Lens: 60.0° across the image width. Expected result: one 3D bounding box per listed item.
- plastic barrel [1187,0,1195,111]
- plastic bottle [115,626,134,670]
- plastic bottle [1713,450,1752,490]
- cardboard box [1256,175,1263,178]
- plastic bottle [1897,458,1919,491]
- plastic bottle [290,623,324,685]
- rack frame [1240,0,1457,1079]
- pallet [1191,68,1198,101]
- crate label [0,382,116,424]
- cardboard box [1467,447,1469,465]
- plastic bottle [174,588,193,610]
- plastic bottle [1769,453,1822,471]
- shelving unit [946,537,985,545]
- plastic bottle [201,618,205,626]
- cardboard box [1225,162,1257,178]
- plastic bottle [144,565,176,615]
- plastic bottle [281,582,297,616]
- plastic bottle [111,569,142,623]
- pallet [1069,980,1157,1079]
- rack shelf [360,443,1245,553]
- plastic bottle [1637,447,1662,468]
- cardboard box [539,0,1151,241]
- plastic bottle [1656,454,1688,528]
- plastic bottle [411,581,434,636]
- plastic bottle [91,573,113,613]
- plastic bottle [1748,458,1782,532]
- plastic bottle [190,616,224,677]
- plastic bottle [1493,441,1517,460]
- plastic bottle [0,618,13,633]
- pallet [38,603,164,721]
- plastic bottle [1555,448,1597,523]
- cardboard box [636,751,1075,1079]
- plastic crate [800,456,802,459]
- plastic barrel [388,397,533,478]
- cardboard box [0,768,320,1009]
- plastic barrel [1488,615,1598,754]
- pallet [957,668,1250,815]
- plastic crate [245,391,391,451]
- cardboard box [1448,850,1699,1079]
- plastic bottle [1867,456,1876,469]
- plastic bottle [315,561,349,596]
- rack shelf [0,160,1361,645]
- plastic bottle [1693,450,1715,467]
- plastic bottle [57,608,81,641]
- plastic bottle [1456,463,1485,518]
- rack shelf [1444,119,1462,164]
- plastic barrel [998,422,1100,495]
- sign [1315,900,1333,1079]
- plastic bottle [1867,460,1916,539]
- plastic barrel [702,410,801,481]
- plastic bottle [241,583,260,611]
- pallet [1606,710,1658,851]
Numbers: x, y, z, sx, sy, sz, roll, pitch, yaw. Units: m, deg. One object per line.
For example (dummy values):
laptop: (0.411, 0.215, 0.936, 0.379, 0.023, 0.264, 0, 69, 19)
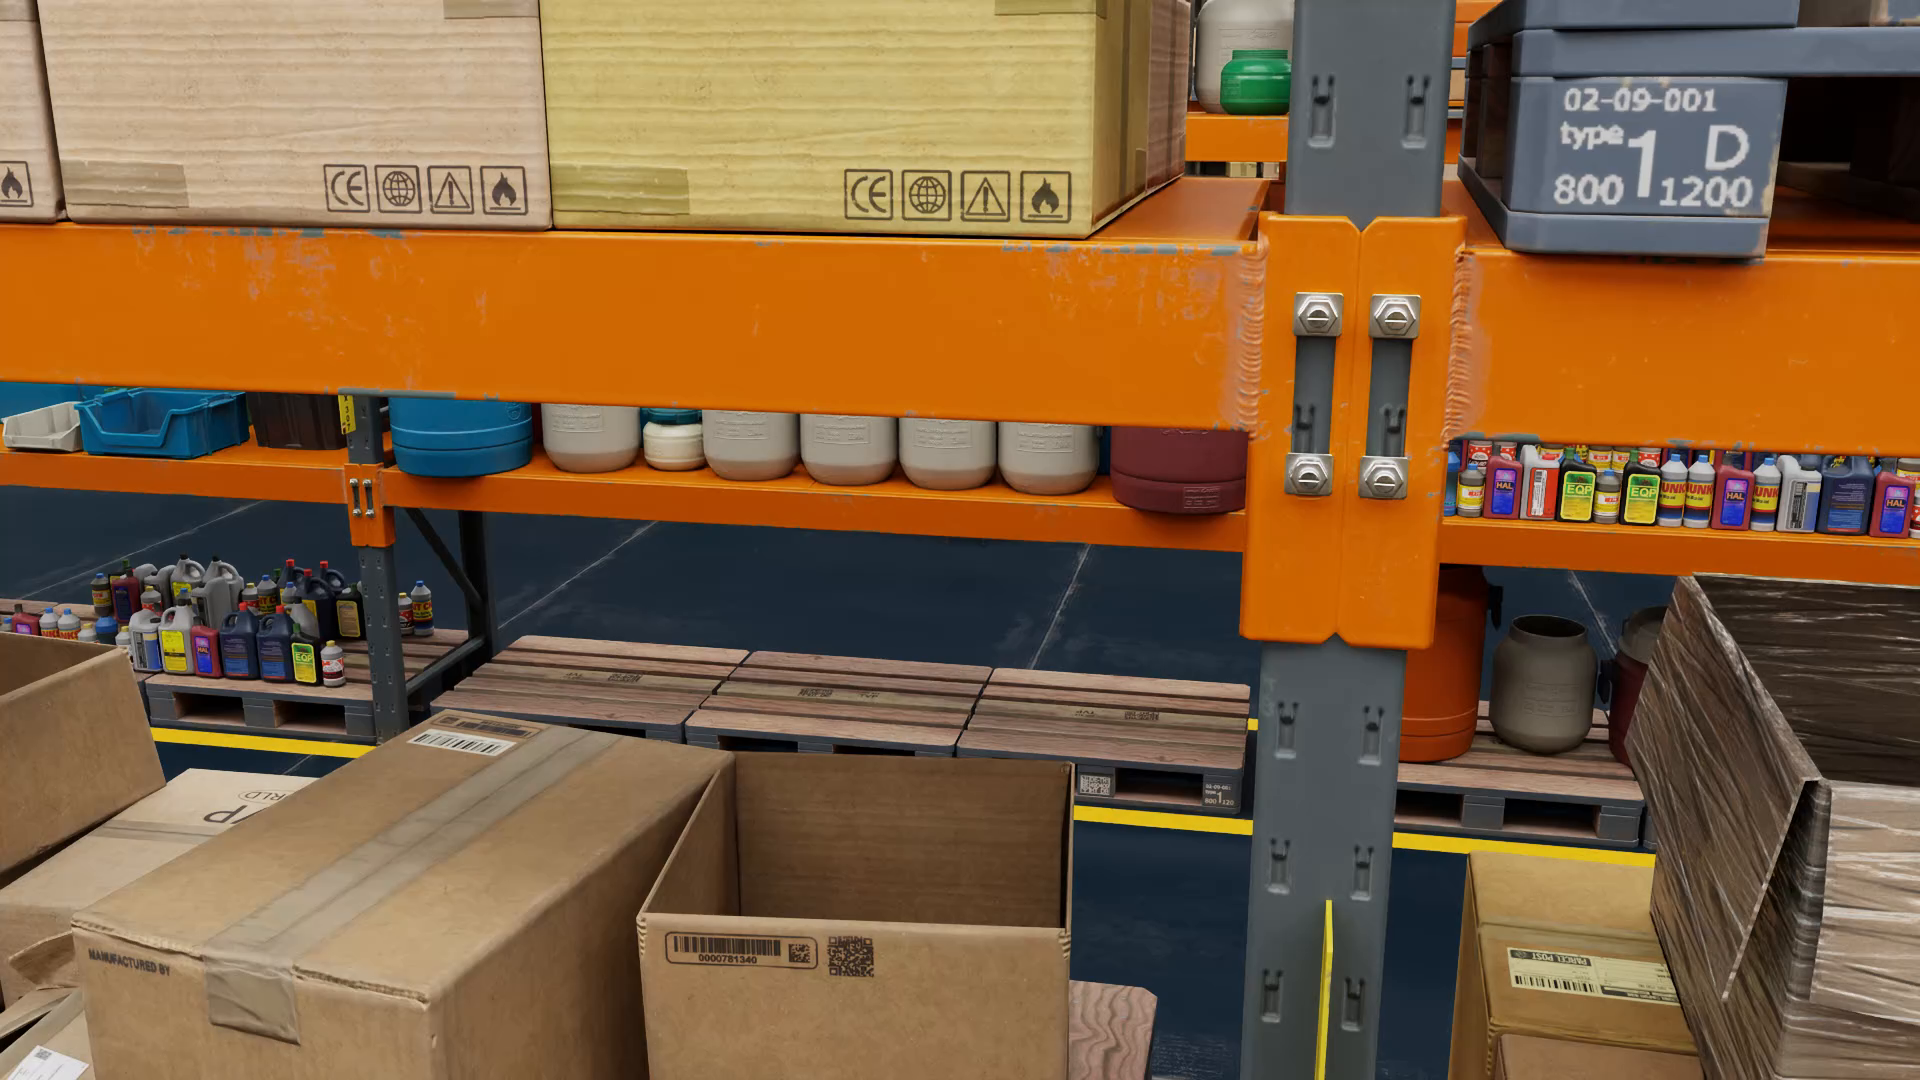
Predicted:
plastic barrel: (0.657, -2.204, 6.773, 0.600, 0.901, 0.600, 0, 15, 0)
plastic bottle: (-3.974, 0.512, 7.943, 0.097, 0.201, 0.097, 0, 15, 0)
plastic bottle: (3.173, -0.342, 6.827, 0.133, 0.283, 0.061, 3, 16, 11)
cardboard box: (2.930, -3.291, 16.242, 0.500, 0.500, 0.700, 1, 16, 5)
plastic bottle: (3.820, -0.261, 6.686, 0.097, 0.201, 0.097, 0, 15, 0)
plastic bottle: (-3.038, 0.528, 7.731, 0.133, 0.283, 0.061, 4, 16, 14)
rack frame: (0.432, 0.879, 2.200, 0.127, 3.000, 1.000, 3, 16, 11)
pallet: (1.727, -3.080, 11.225, 1.003, 0.211, 1.213, 4, 16, 14)
crate label: (-4.563, -0.832, 8.311, 0.616, 0.435, 0.502, 3, 16, 11)
cardboard box: (3.313, -0.594, 11.377, 0.500, 0.500, 0.500, 3, 16, 9)
plastic bottle: (-3.974, 0.347, 8.539, 0.097, 0.201, 0.097, 0, 15, 0)
plastic bottle: (3.192, -0.249, 6.365, 0.185, 0.351, 0.144, 3, 16, 11)
shelving unit: (0.052, -0.503, 10.842, 0.252, 1.050, 0.215, 3, 16, 11)
plastic bottle: (-3.699, 0.453, 8.002, 0.133, 0.283, 0.061, 3, 16, 11)
cardboard box: (2.731, -3.605, 16.161, 0.250, 0.149, 0.380, 0, 15, 2)
plastic bottle: (-4.156, 0.269, 8.679, 0.135, 0.276, 0.152, 3, 16, 10)
plastic bottle: (-3.376, 0.346, 8.412, 0.097, 0.271, 0.097, 0, 15, 0)
plastic bottle: (-4.313, 0.286, 8.604, 0.133, 0.283, 0.061, 3, 16, 11)
pallet: (-0.288, 0.961, 2.262, 1.003, 0.211, 1.213, 3, 16, 11)
rack shelf: (-0.541, -0.176, 7.358, 4.000, 0.370, 1.077, 3, 16, 11)
plastic bottle: (2.903, -0.352, 7.015, 0.097, 0.201, 0.097, 0, 15, 0)
cardboard box: (-0.083, -0.456, 1.679, 0.500, 0.250, 0.500, 3, 16, 11)
plastic bottle: (2.697, -0.190, 6.300, 0.097, 0.271, 0.097, 0, 15, 0)
plastic bottle: (-2.726, 0.342, 8.426, 0.097, 0.271, 0.097, 0, 15, 0)
plastic bottle: (-4.534, 0.277, 8.790, 0.097, 0.201, 0.097, 0, 15, 0)
plastic bottle: (3.018, -0.172, 6.237, 0.097, 0.271, 0.097, 0, 15, 0)
plastic bottle: (-3.546, 0.501, 7.830, 0.133, 0.283, 0.061, 4, 16, 15)
plastic bottle: (2.331, -0.383, 7.127, 0.097, 0.201, 0.097, 0, 15, 0)
plastic bottle: (-4.605, 0.478, 8.066, 0.097, 0.201, 0.097, 0, 15, 0)
pallet: (-4.350, 0.603, 8.419, 1.213, 0.211, 1.003, 3, 16, 11)
plastic bottle: (2.354, -0.209, 6.347, 0.133, 0.283, 0.061, 3, 16, 11)
cardboard box: (-0.105, 0.610, 2.197, 0.500, 0.500, 0.500, 1, 16, 4)
plastic crate: (-0.738, -0.509, 7.606, 0.662, 0.188, 0.450, 3, 16, 11)
plastic barrel: (-2.183, -0.771, 7.219, 0.708, 0.901, 0.600, 3, 16, 11)
cardboard box: (-1.165, 0.599, 2.703, 0.500, 0.250, 0.500, 3, 16, 10)
plastic barrel: (2.473, 0.608, 7.052, 0.421, 0.512, 0.421, 0, 15, 0)
pallet: (0.667, 0.876, 7.435, 1.213, 0.211, 1.003, 3, 16, 11)
plastic crate: (-2.989, -0.661, 7.875, 0.504, 0.338, 0.767, 3, 16, 11)
cardboard box: (0.965, 0.792, 2.326, 0.500, 0.500, 0.500, 4, 16, 13)
plastic bottle: (3.718, -0.341, 6.846, 0.097, 0.271, 0.097, 0, 15, 0)
plastic bottle: (-3.209, 0.284, 8.488, 0.185, 0.351, 0.144, 4, 16, 13)
rack shelf: (-1.528, -0.326, 2.280, 4.000, 0.370, 1.077, 3, 16, 11)
plastic bottle: (3.168, -0.403, 6.920, 0.185, 0.351, 0.144, 3, 16, 11)
plastic bottle: (-4.272, 0.462, 7.992, 0.097, 0.271, 0.097, 0, 15, 0)
plastic bottle: (1.982, -0.195, 6.449, 0.097, 0.201, 0.097, 0, 15, 0)
rack shelf: (3.379, -1.409, 6.189, 4.000, 0.370, 1.077, 3, 16, 11)
plastic barrel: (0.368, -0.470, 6.859, 0.421, 0.512, 0.421, 0, 15, 0)
sign: (0.333, 0.502, 1.542, 0.005, 0.325, 0.100, 3, 16, 11)
plastic bottle: (3.441, -0.150, 6.134, 0.133, 0.283, 0.061, 3, 16, 11)
plastic barrel: (-0.888, -0.548, 7.096, 0.433, 0.535, 0.433, 0, 15, 0)
plastic bottle: (-3.667, 0.324, 8.620, 0.097, 0.201, 0.097, 0, 15, 0)
pallet: (3.392, 1.024, 6.901, 1.213, 0.211, 1.003, 3, 16, 11)
